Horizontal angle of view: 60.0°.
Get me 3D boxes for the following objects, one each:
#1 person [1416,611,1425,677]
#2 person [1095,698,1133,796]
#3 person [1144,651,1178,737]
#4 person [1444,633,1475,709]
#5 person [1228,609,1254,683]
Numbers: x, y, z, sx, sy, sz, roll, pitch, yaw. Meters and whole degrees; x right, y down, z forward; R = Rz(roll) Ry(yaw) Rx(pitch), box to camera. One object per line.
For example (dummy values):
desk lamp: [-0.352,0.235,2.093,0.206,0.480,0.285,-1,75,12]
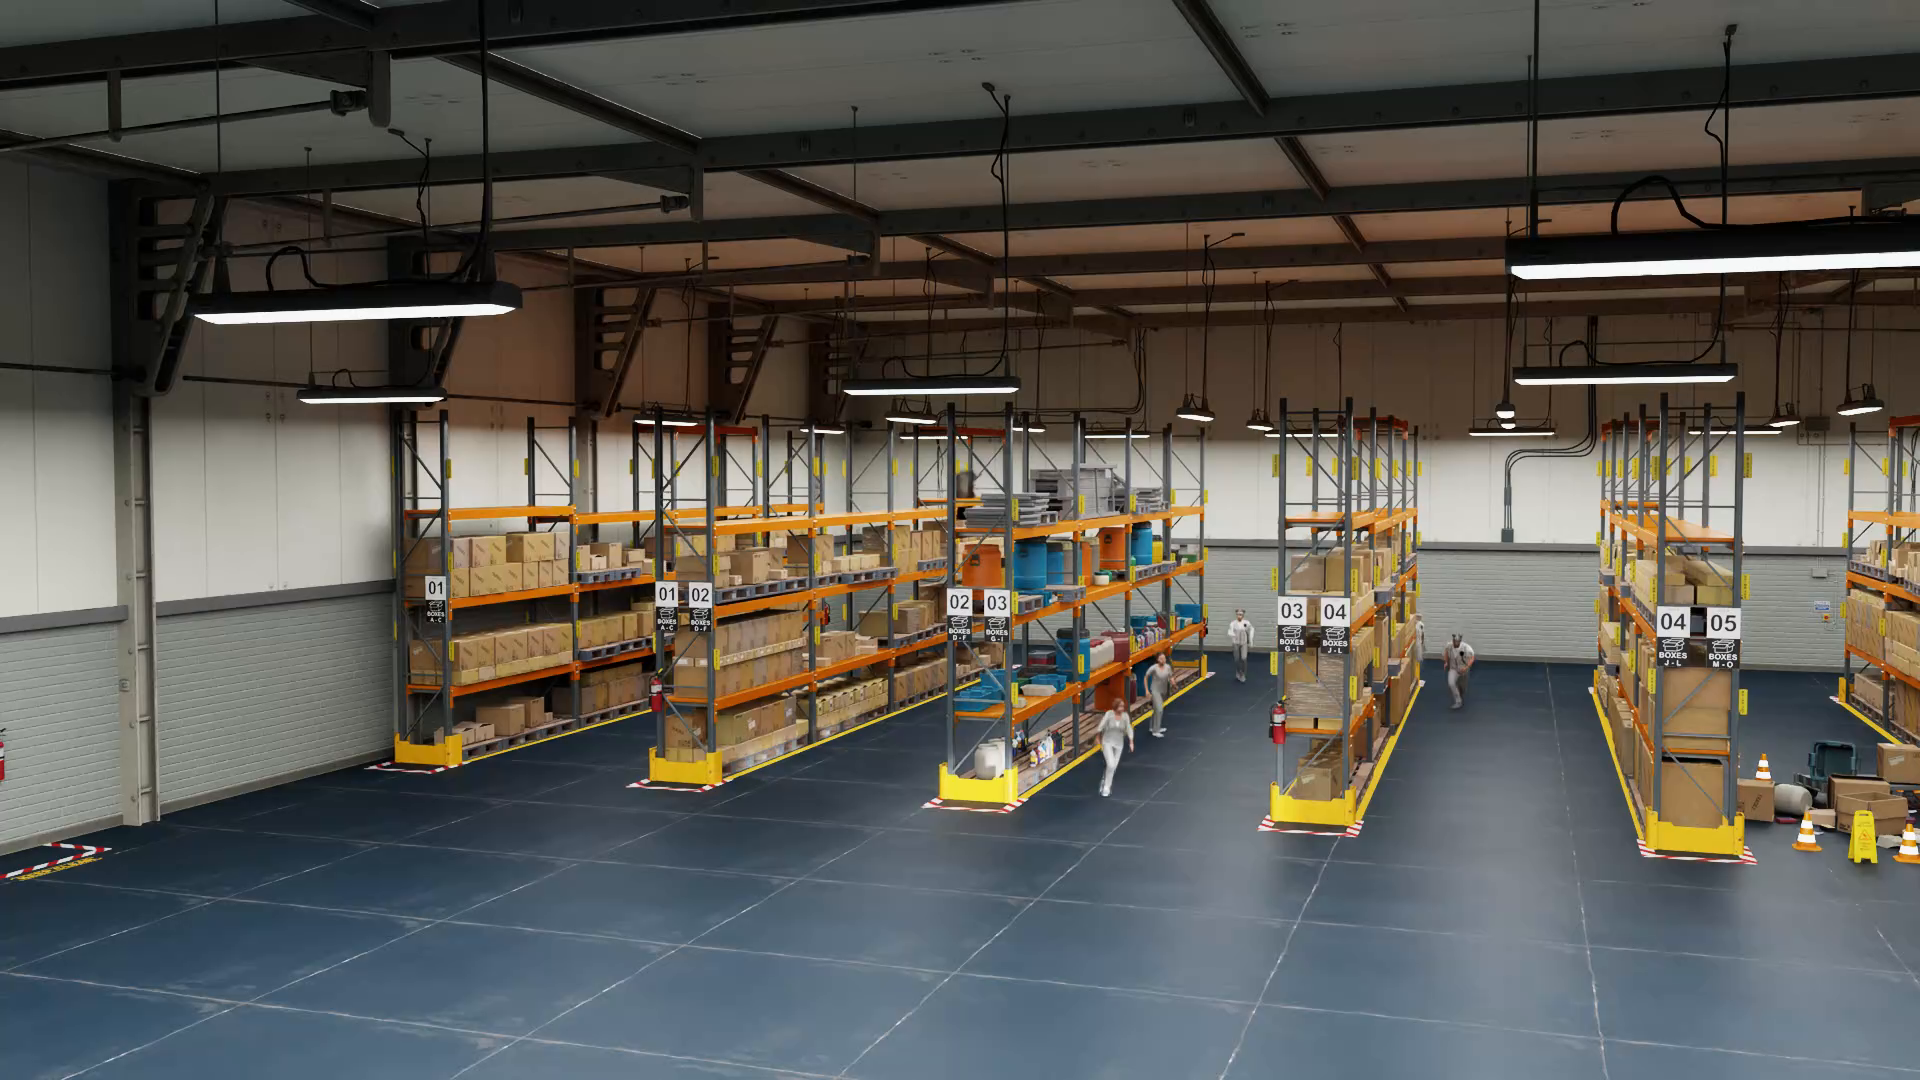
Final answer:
person: [10.774,2.480,39.858,0.716,1.613,0.659,-1,3,-17]
person: [2.359,3.138,25.261,0.477,1.533,0.757,-1,3,-16]
person: [3.756,2.870,31.185,0.648,1.610,0.811,-2,3,-36]
person: [10.520,2.721,34.914,0.660,1.601,1.072,1,3,29]
person: [6.612,2.482,39.176,0.596,1.738,0.809,0,2,11]
